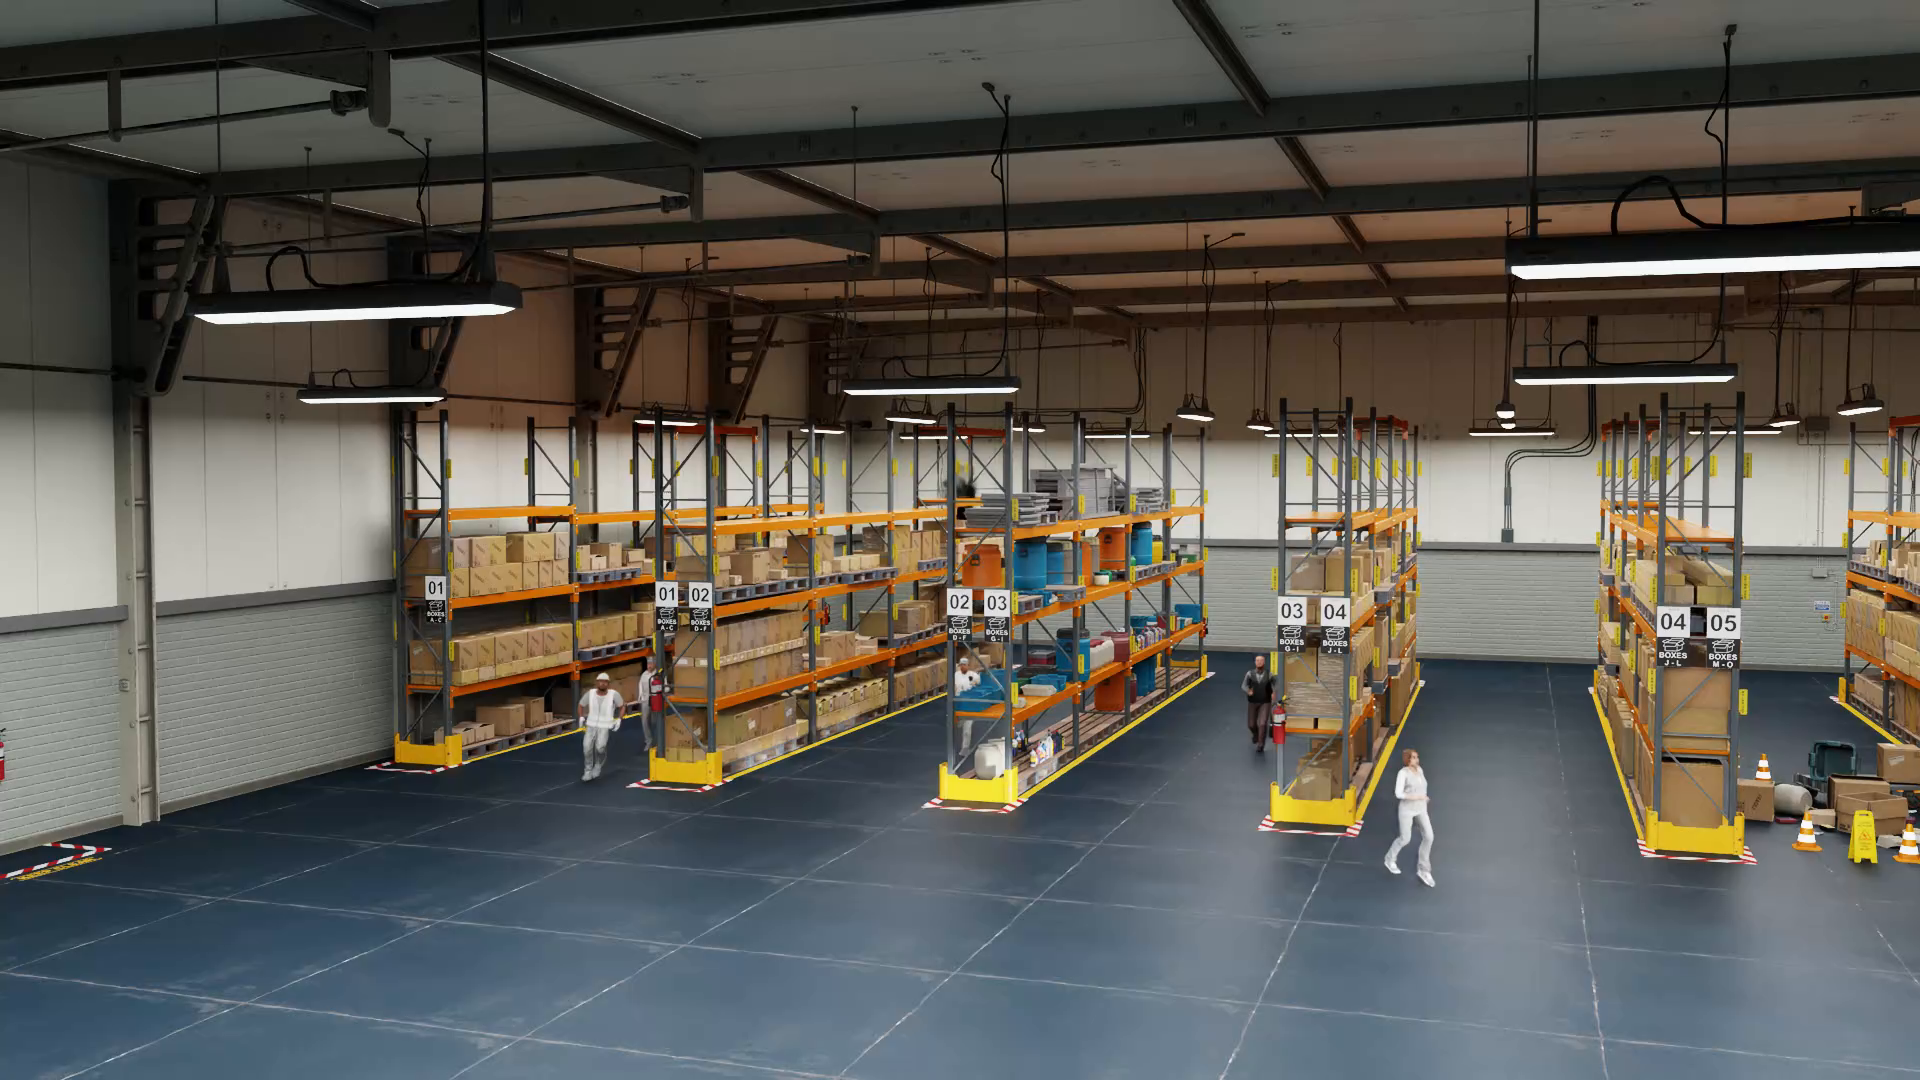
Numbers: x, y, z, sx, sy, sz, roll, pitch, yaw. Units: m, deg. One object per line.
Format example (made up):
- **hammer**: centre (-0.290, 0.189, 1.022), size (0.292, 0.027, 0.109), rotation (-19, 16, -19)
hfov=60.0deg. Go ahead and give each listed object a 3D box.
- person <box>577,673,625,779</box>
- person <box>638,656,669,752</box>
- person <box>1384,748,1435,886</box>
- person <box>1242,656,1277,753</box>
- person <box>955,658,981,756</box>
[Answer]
- **person**: centre (-5.778, 2.995, 26.646), size (0.747, 1.725, 0.547), rotation (0, 2, 0)
- **person**: centre (-5.504, 2.904, 29.762), size (0.618, 1.687, 0.781), rotation (0, 2, 11)
- **person**: centre (5.467, 3.340, 20.215), size (0.544, 1.635, 0.724), rotation (-1, 3, -28)
- **person**: centre (5.325, 2.895, 29.478), size (0.669, 1.688, 0.789), rotation (1, 3, 16)
- **person**: centre (0.091, 2.898, 29.265), size (0.606, 1.662, 0.943), rotation (1, 3, 15)
